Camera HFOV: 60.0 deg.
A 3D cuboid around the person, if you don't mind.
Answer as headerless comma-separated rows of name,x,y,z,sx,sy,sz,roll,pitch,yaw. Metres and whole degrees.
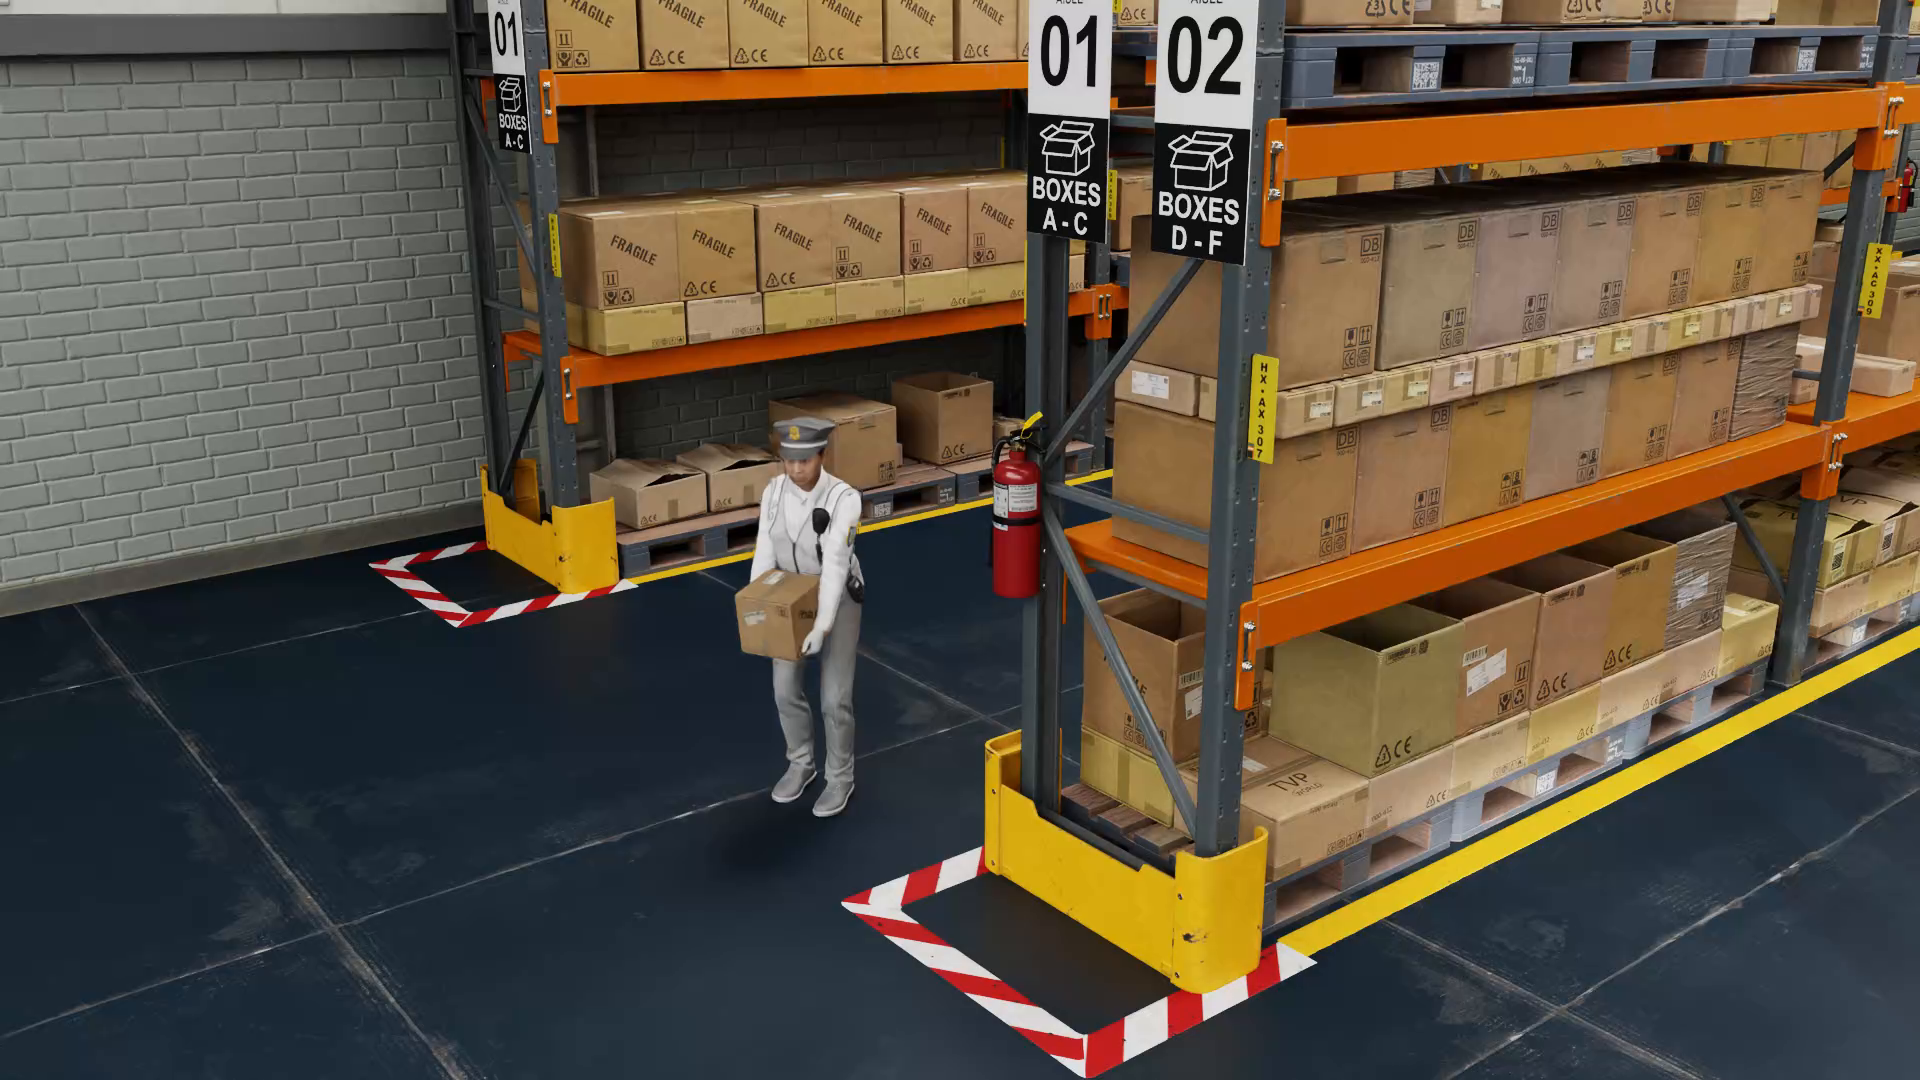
person,-0.599,0.307,6.640,0.418,1.647,0.561,7,19,20
